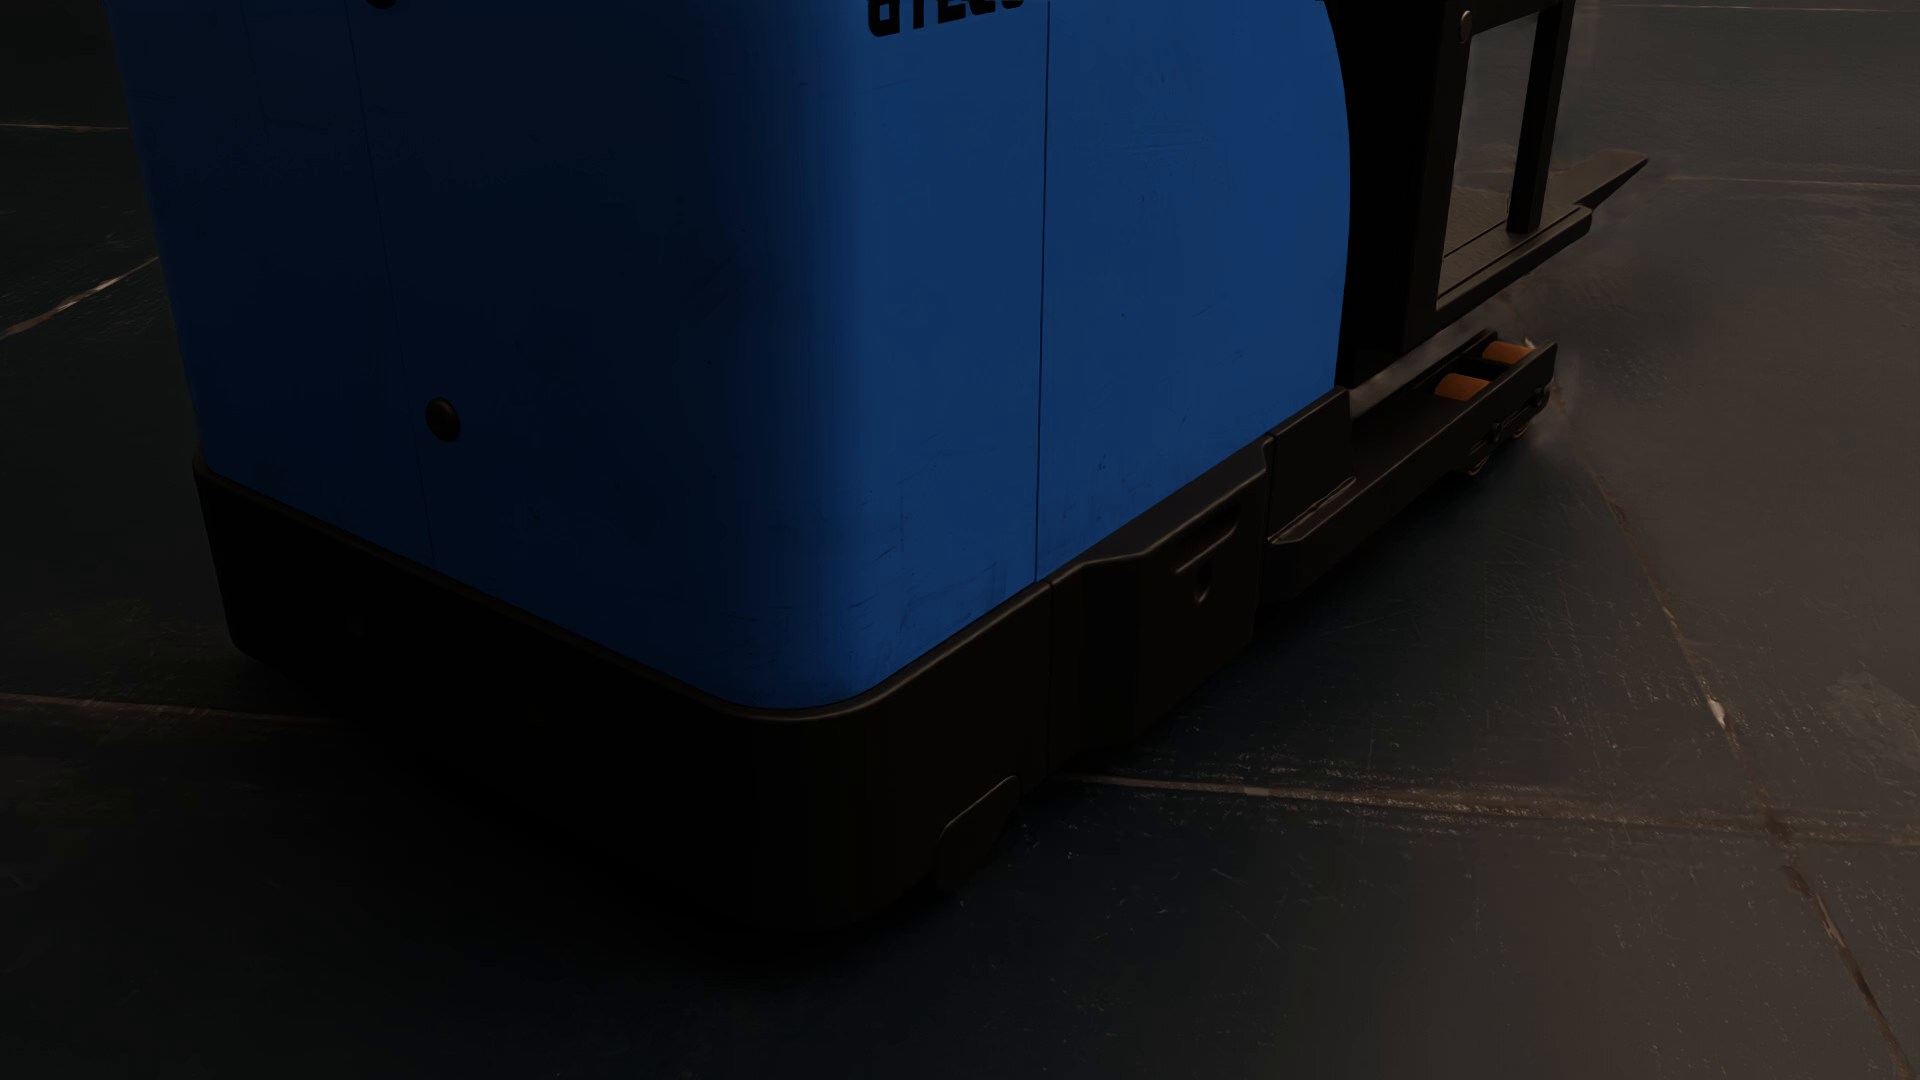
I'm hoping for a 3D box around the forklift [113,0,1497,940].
[{"bbox_3d":[0.269,-1.559,2.341,1.130,2.935,3.031,13,29,24],"label":"forklift"}]
